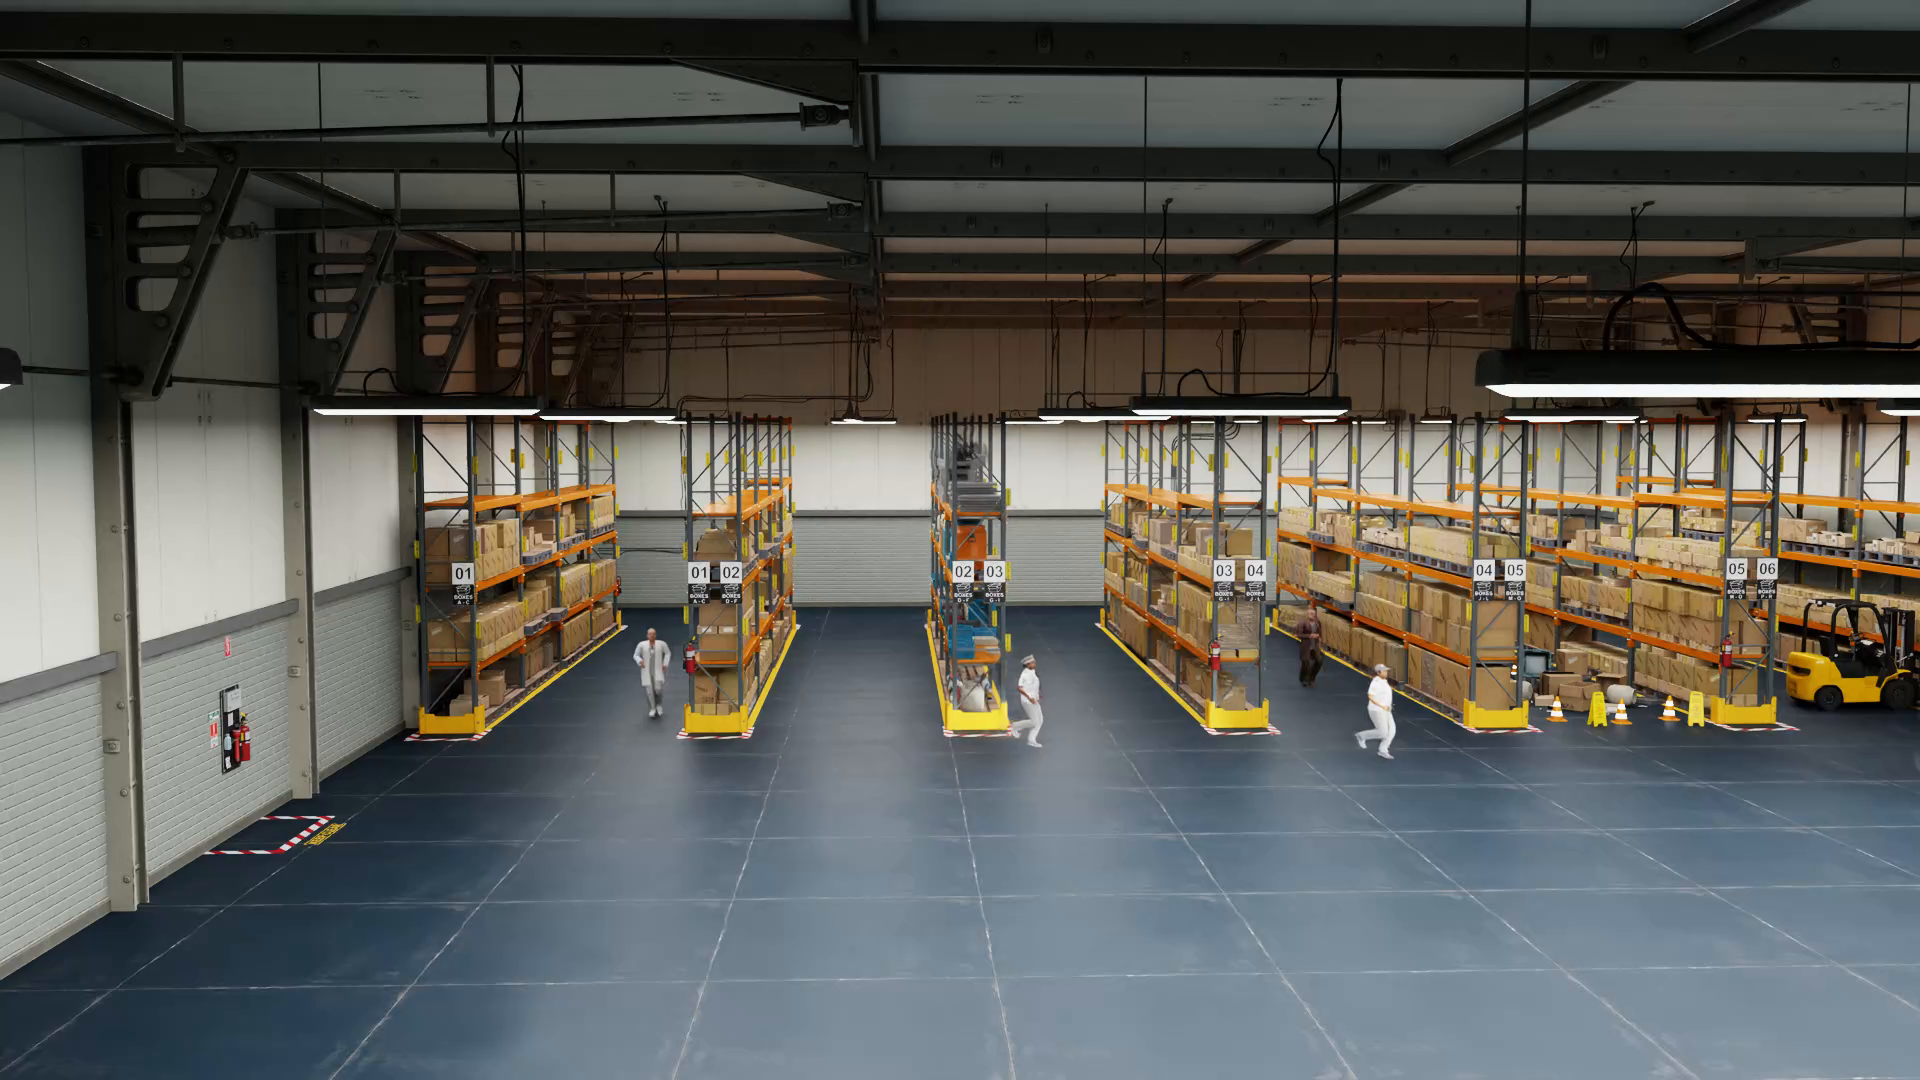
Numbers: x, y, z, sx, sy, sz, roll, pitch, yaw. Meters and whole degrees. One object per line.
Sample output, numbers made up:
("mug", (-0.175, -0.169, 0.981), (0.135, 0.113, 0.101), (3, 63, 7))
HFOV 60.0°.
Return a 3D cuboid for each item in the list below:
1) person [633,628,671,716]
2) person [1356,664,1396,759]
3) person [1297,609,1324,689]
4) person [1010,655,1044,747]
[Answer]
("person", (-6.070, 2.616, 32.757), (0.717, 1.746, 0.654), (-1, 4, -8))
("person", (7.234, 2.966, 28.868), (0.645, 1.650, 0.615), (3, 5, 33))
("person", (7.644, 2.369, 36.274), (0.753, 1.766, 0.882), (-1, 4, -18))
("person", (1.200, 2.876, 29.836), (0.575, 1.668, 0.584), (1, 4, 18))
